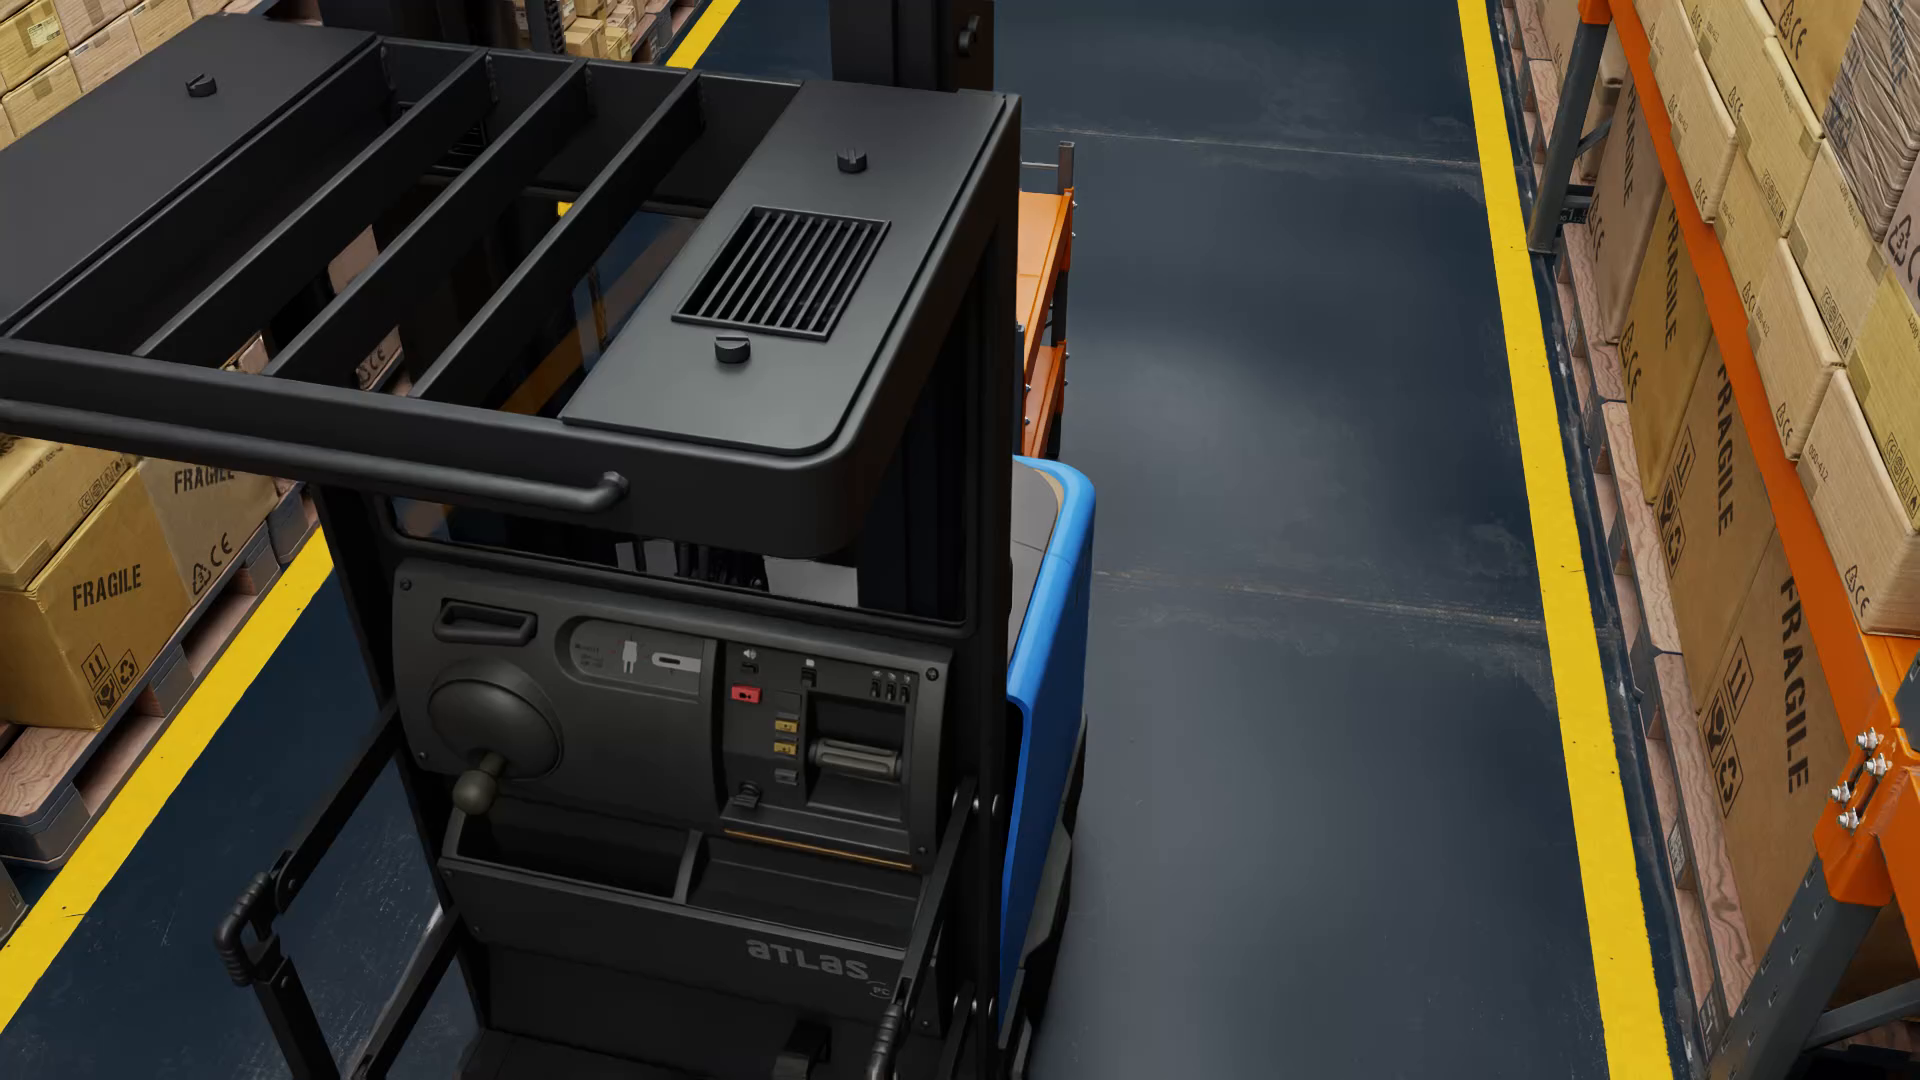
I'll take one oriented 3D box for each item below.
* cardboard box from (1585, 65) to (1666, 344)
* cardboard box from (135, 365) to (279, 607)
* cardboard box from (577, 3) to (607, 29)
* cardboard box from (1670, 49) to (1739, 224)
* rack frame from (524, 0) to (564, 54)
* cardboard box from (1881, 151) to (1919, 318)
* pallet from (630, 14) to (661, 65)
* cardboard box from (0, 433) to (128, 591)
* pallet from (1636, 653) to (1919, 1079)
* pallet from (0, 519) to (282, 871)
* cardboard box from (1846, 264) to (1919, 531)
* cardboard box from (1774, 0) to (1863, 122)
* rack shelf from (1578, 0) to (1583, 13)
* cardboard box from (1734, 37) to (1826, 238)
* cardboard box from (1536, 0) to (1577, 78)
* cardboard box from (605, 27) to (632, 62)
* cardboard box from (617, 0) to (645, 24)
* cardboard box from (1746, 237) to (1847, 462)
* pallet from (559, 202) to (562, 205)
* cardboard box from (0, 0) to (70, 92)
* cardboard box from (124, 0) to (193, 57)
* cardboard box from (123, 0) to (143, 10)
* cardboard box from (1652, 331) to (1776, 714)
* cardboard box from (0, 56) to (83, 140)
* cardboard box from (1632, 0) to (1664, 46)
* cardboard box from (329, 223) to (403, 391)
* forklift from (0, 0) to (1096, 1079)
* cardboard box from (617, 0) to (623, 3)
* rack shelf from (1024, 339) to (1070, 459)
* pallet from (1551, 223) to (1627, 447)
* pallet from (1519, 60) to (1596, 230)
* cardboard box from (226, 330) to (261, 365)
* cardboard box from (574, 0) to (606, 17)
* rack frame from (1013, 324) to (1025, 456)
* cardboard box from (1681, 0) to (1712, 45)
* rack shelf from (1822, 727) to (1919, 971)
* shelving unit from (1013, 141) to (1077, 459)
[{"bbox_3d":[2.740,-1.227,5.717,0.875,0.875,0.875,8,40,9],"label":"cardboard box"},{"bbox_3d":[-2.359,-0.184,4.750,0.500,0.500,0.500,7,40,8],"label":"cardboard box"},{"bbox_3d":[-1.791,-2.303,7.355,0.380,0.149,0.250,7,40,8],"label":"cardboard box"},{"bbox_3d":[2.145,-1.019,4.246,0.500,0.250,0.500,6,40,7],"label":"cardboard box"},{"bbox_3d":[-2.124,-2.764,6.239,1.000,3.000,0.127,6,40,8],"label":"rack frame"},{"bbox_3d":[1.908,-0.548,2.696,0.500,0.500,0.500,5,40,6],"label":"cardboard box"},{"bbox_3d":[-2.043,-2.115,7.642,1.003,0.211,1.213,6,40,8],"label":"pallet"},{"bbox_3d":[-2.459,-0.147,4.118,0.500,0.250,0.500,5,40,6],"label":"cardboard box"},{"bbox_3d":[2.287,0.817,4.096,1.003,0.211,1.213,6,40,8],"label":"pallet"},{"bbox_3d":[-2.680,0.331,4.684,1.003,0.211,1.213,6,40,8],"label":"pallet"},{"bbox_3d":[1.910,-0.238,2.909,0.500,0.250,0.500,6,40,8],"label":"cardboard box"},{"bbox_3d":[2.082,-1.182,3.463,0.500,0.500,0.500,6,40,8],"label":"cardboard box"},{"bbox_3d":[3.115,-3.259,7.403,1.077,0.370,4.000,6,40,8],"label":"rack shelf"},{"bbox_3d":[2.064,-0.884,3.690,0.500,0.250,0.500,5,40,7],"label":"cardboard box"},{"bbox_3d":[3.137,-2.400,7.480,0.875,0.438,0.875,5,40,6],"label":"cardboard box"},{"bbox_3d":[-1.699,-2.187,7.449,0.380,0.149,0.250,8,40,9],"label":"cardboard box"},{"bbox_3d":[-1.712,-2.514,7.844,0.380,0.149,0.250,6,40,7],"label":"cardboard box"},{"bbox_3d":[1.981,-0.382,3.475,0.500,0.250,0.500,7,40,8],"label":"cardboard box"},{"bbox_3d":[-2.257,-1.200,6.536,1.003,0.211,1.213,6,40,8],"label":"pallet"},{"bbox_3d":[-2.404,-1.211,3.995,0.380,0.149,0.250,7,40,8],"label":"cardboard box"},{"bbox_3d":[-2.313,-1.409,4.468,0.380,0.149,0.250,7,40,8],"label":"cardboard box"},{"bbox_3d":[-2.313,-1.523,4.372,0.380,0.149,0.250,6,40,7],"label":"cardboard box"},{"bbox_3d":[2.436,-0.098,4.352,0.875,0.875,0.875,7,40,8],"label":"cardboard box"},{"bbox_3d":[-2.402,-1.084,4.075,0.380,0.149,0.250,8,40,10],"label":"cardboard box"},{"bbox_3d":[2.345,-1.652,5.011,0.500,0.250,0.500,5,40,7],"label":"cardboard box"},{"bbox_3d":[-2.186,-0.827,5.528,0.500,0.500,0.500,6,40,7],"label":"cardboard box"},{"bbox_3d":[-0.524,0.366,2.507,1.130,2.935,3.031,9,40,11],"label":"forklift"},{"bbox_3d":[-1.735,-2.629,7.750,0.380,0.149,0.250,4,40,5],"label":"cardboard box"},{"bbox_3d":[0.001,-0.249,5.052,0.538,0.278,1.000,6,40,8],"label":"rack shelf"},{"bbox_3d":[2.709,-0.714,5.948,1.003,0.211,1.213,6,40,8],"label":"pallet"},{"bbox_3d":[2.977,-1.675,7.111,1.003,0.211,1.213,6,40,8],"label":"pallet"},{"bbox_3d":[-2.273,-0.775,4.876,0.500,0.250,0.500,7,40,8],"label":"cardboard box"},{"bbox_3d":[-1.754,-2.416,7.259,0.380,0.149,0.250,8,40,10],"label":"cardboard box"},{"bbox_3d":[-0.087,-0.119,4.511,0.500,1.125,0.032,6,40,8],"label":"rack frame"},{"bbox_3d":[2.239,-1.527,4.469,0.500,0.250,0.500,7,40,8],"label":"cardboard box"},{"bbox_3d":[1.730,1.761,1.330,1.077,0.370,4.000,6,40,8],"label":"rack shelf"},{"bbox_3d":[0.001,-0.438,4.897,0.538,1.125,1.048,6,40,8],"label":"shelving unit"}]
